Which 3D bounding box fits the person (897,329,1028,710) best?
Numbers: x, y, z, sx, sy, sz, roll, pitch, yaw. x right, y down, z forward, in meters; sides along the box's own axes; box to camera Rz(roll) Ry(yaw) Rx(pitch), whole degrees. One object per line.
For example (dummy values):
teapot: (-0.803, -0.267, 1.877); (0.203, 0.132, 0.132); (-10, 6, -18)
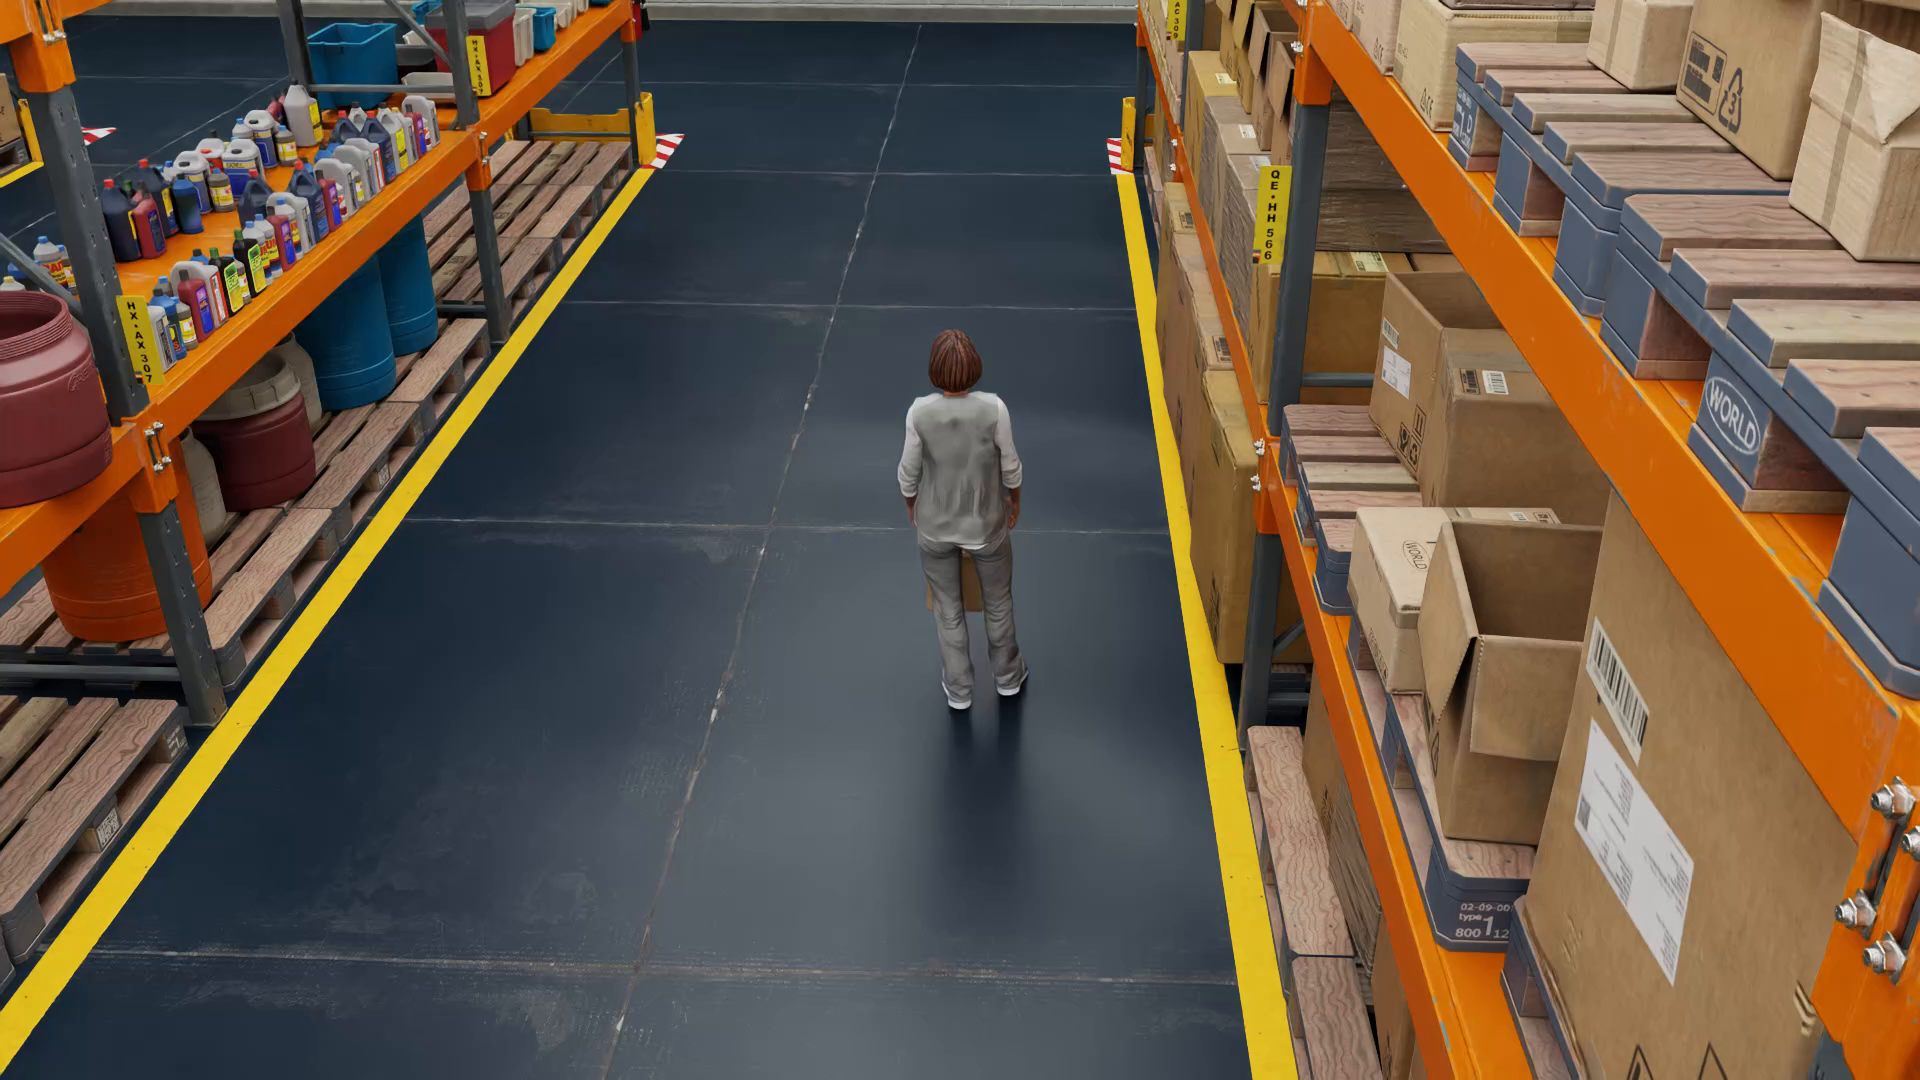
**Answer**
person: (0.021, -0.083, 6.270); (0.501, 1.597, 0.473); (1, 28, 2)
